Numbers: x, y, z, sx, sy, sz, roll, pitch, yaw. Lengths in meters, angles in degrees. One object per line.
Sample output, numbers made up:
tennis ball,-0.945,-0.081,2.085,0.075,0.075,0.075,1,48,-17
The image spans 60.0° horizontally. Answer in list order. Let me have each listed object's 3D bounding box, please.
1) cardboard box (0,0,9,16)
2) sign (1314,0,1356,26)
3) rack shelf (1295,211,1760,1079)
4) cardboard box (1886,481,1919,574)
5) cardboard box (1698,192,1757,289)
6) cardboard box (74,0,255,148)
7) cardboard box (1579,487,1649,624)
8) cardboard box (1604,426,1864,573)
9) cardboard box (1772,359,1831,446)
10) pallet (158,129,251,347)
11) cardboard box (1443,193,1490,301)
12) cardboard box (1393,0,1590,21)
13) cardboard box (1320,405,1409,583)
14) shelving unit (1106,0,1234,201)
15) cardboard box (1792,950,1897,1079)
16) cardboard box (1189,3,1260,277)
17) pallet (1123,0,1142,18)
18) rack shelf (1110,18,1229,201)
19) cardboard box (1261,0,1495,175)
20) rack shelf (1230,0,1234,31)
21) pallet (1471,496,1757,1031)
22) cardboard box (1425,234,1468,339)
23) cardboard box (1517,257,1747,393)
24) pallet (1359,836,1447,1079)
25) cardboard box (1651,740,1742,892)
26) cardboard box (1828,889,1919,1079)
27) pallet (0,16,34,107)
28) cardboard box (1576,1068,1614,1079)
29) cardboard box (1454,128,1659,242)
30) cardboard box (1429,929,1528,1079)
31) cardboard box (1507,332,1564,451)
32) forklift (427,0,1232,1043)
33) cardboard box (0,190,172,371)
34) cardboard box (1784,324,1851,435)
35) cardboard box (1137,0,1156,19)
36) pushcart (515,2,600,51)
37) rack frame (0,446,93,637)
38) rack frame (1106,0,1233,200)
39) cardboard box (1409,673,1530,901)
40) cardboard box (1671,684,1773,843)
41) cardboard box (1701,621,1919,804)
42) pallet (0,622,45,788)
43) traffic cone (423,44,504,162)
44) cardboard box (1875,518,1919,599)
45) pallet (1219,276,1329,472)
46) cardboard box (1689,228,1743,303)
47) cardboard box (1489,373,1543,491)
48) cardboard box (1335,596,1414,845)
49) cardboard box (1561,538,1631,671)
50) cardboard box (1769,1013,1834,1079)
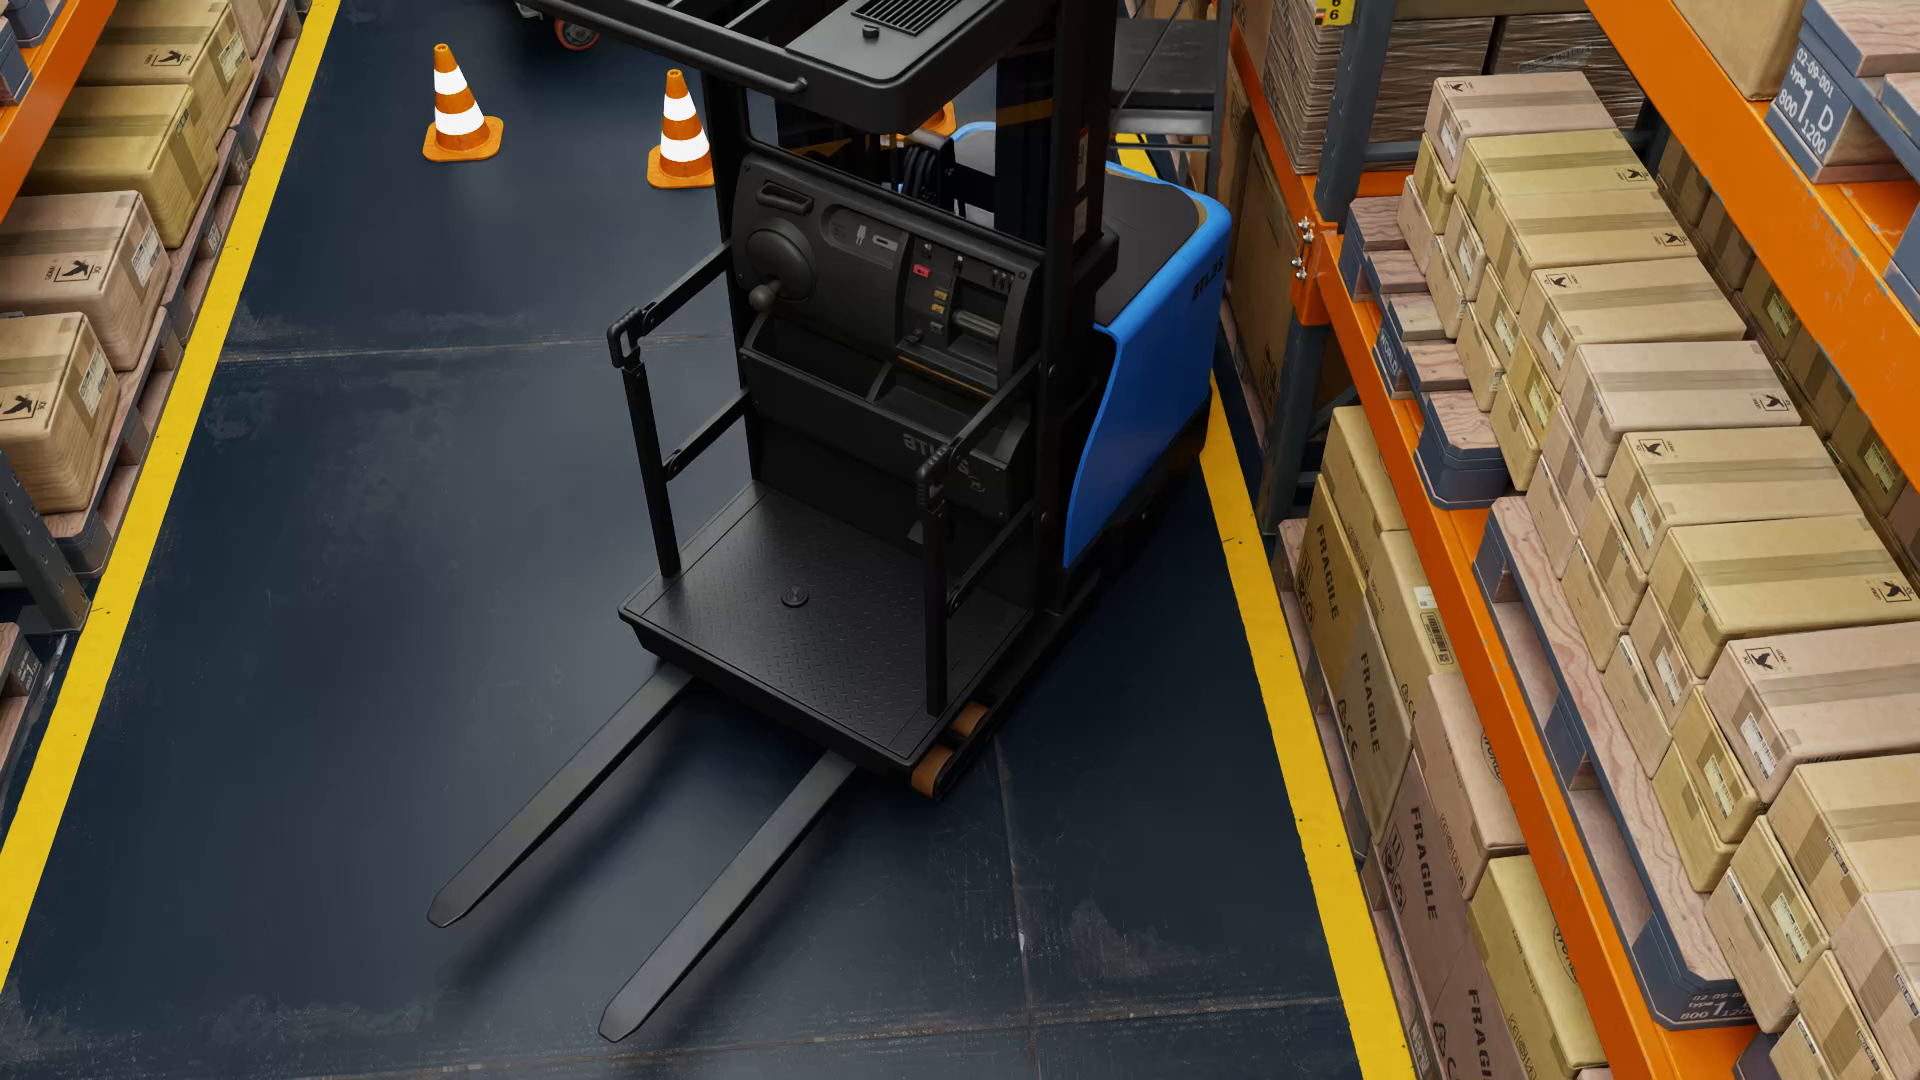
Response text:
cardboard box,-3.197,-1.653,5.133,0.380,0.149,0.250,-3,47,-3
sign,0.986,-1.477,4.285,0.100,0.325,0.005,-3,47,-3
rack shelf,1.706,0.580,3.631,1.077,0.370,4.000,-3,47,-3
cardboard box,2.144,-0.012,3.375,0.380,0.149,0.250,-2,47,-2
cardboard box,2.058,-0.752,4.076,0.380,0.149,0.250,-2,47,-2
cardboard box,-3.610,-1.976,7.077,0.950,0.372,0.625,-1,47,-1
cardboard box,1.489,0.018,3.346,0.380,0.149,0.250,-4,47,-4
cardboard box,1.496,-0.080,3.234,0.380,0.149,0.250,-2,47,-2
cardboard box,2.097,-0.297,3.850,0.380,0.149,0.250,-4,47,-4
pallet,-3.548,-1.228,6.768,1.003,0.211,1.213,-3,47,-3
cardboard box,1.404,-0.717,4.042,0.380,0.149,0.250,-1,47,-1
cardboard box,1.511,-1.818,4.649,0.700,0.500,0.500,-4,47,-4
cardboard box,1.356,-0.144,4.736,0.500,0.250,0.500,-5,47,-5
shelving unit,0.692,-1.474,5.684,0.431,2.100,0.503,3,46,7
cardboard box,1.575,0.775,2.629,0.380,0.149,0.250,-5,47,-5
cardboard box,1.501,-1.564,6.426,1.050,0.750,0.750,-3,47,-3
pallet,1.344,-2.496,7.969,1.003,0.211,1.213,-3,47,-3
rack shelf,0.693,-1.464,5.694,0.431,0.518,0.480,3,46,7
cardboard box,1.234,-1.459,4.997,0.500,0.500,0.500,-3,47,-3
rack shelf,0.662,-1.952,5.192,0.431,0.518,0.480,3,46,7
pallet,1.746,0.381,3.455,1.003,0.211,1.213,-3,47,-3
cardboard box,1.398,-0.643,4.177,0.380,0.149,0.250,-1,47,-1
cardboard box,1.448,-0.468,3.601,0.380,0.149,0.250,-5,47,-5
pallet,1.702,1.290,4.383,1.003,0.211,1.213,-3,47,-3
cardboard box,1.531,0.504,3.091,0.380,0.149,0.250,-2,47,-2
cardboard box,1.581,0.667,2.527,0.380,0.149,0.250,-4,47,-3
pallet,-3.551,-1.184,4.938,1.213,0.211,1.003,-3,47,-3
cardboard box,1.530,1.340,3.331,0.500,0.250,0.500,-1,47,-1
cardboard box,1.410,-0.837,3.951,0.380,0.149,0.250,-5,47,-4
cardboard box,1.480,1.232,3.950,0.500,0.500,0.500,-4,47,-4
cardboard box,1.451,-0.342,3.687,0.380,0.149,0.250,-3,47,-3
forklift,-0.338,-0.628,4.326,1.130,2.935,3.031,25,51,22
cardboard box,-3.492,-0.924,6.080,0.950,0.372,0.625,-4,47,-4
cardboard box,2.103,-0.381,3.724,0.380,0.149,0.250,-3,47,-3
cardboard box,1.346,-2.936,7.725,1.050,0.750,0.750,-4,47,-3
pushcart,-1.452,-2.908,8.244,1.648,0.377,0.936,-19,49,-17
rack frame,-3.385,-0.741,4.386,1.000,3.000,0.127,-3,47,-3
rack frame,0.663,-1.300,5.516,0.400,2.100,0.015,3,46,7
cardboard box,1.427,0.582,4.049,0.500,0.250,0.500,-3,47,-3
cardboard box,1.530,0.389,2.994,0.380,0.149,0.250,-3,47,-3
cardboard box,1.537,0.295,2.879,0.380,0.149,0.250,-5,47,-5
pallet,-3.394,0.793,4.854,1.003,0.211,1.213,-3,47,-3
traffic cone,-2.221,-1.951,7.279,0.336,0.463,0.334,-3,47,-3
cardboard box,2.141,0.084,3.488,0.380,0.149,0.250,-2,47,-2
pallet,1.548,-0.731,6.297,1.003,0.211,1.213,-3,47,-3
cardboard box,2.057,-0.664,4.197,0.380,0.149,0.250,-4,47,-3
cardboard box,1.445,-0.252,3.807,0.380,0.149,0.250,-2,47,-1
cardboard box,1.390,0.491,4.651,0.500,0.500,0.500,-3,47,-3
cardboard box,1.488,0.122,3.452,0.380,0.149,0.250,-3,47,-3
cardboard box,1.581,0.896,2.719,0.380,0.149,0.250,-6,47,-5
